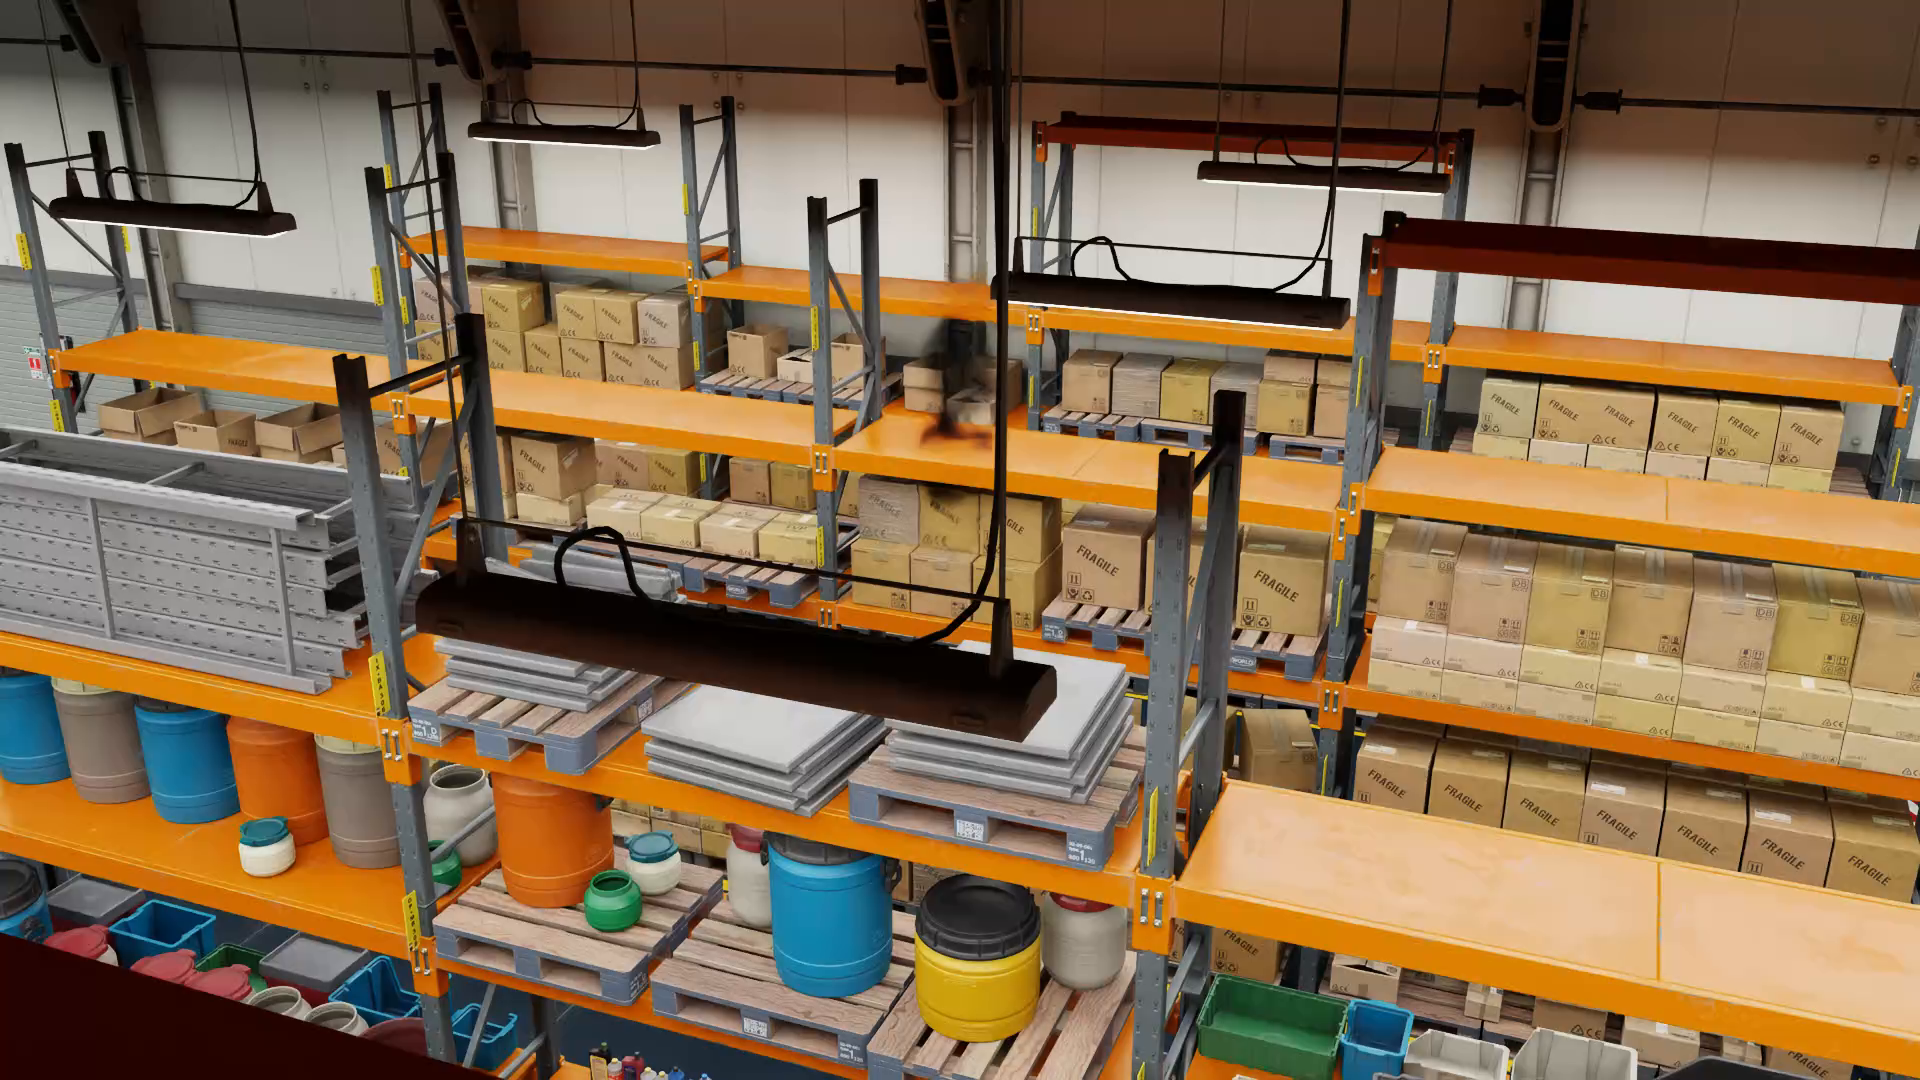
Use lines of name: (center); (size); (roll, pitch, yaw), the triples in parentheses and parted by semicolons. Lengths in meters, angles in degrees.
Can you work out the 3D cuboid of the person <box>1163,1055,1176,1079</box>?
person: (1.153, 3.775, 10.245); (0.690, 1.557, 0.504); (6, 22, 16)
